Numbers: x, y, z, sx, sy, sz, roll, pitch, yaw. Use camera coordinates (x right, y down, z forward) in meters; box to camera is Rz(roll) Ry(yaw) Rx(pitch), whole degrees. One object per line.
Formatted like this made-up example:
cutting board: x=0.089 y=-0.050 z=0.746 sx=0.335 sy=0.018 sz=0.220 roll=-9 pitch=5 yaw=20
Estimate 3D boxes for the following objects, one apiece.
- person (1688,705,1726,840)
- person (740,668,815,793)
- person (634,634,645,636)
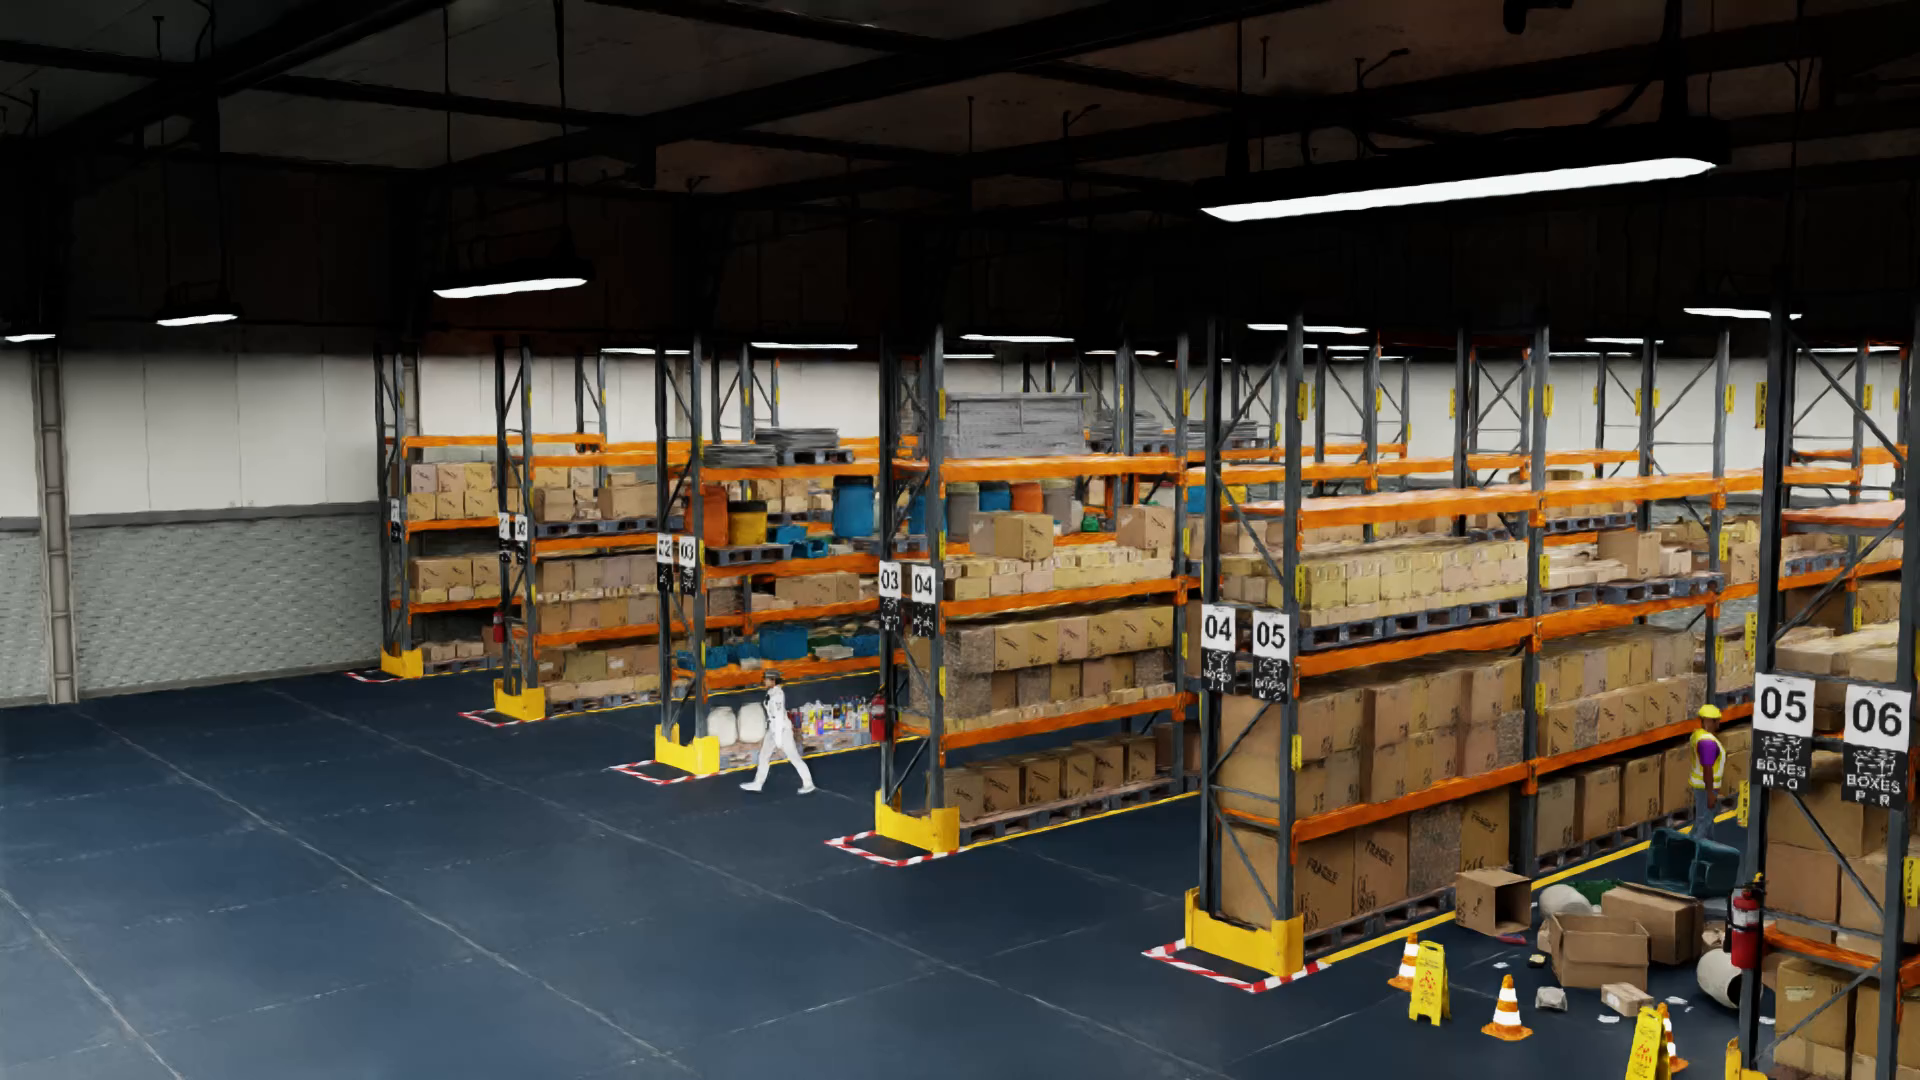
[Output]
person: x=8.053 y=2.645 z=17.830 sx=0.447 sy=1.771 sz=0.632 roll=2 pitch=6 yaw=19
person: x=-2.339 y=2.422 z=21.207 sx=0.913 sy=1.622 sz=0.504 roll=-2 pitch=5 yaw=-16
person: x=-6.081 y=1.506 z=31.252 sx=0.445 sy=1.630 sz=0.575 roll=2 pitch=6 yaw=22
